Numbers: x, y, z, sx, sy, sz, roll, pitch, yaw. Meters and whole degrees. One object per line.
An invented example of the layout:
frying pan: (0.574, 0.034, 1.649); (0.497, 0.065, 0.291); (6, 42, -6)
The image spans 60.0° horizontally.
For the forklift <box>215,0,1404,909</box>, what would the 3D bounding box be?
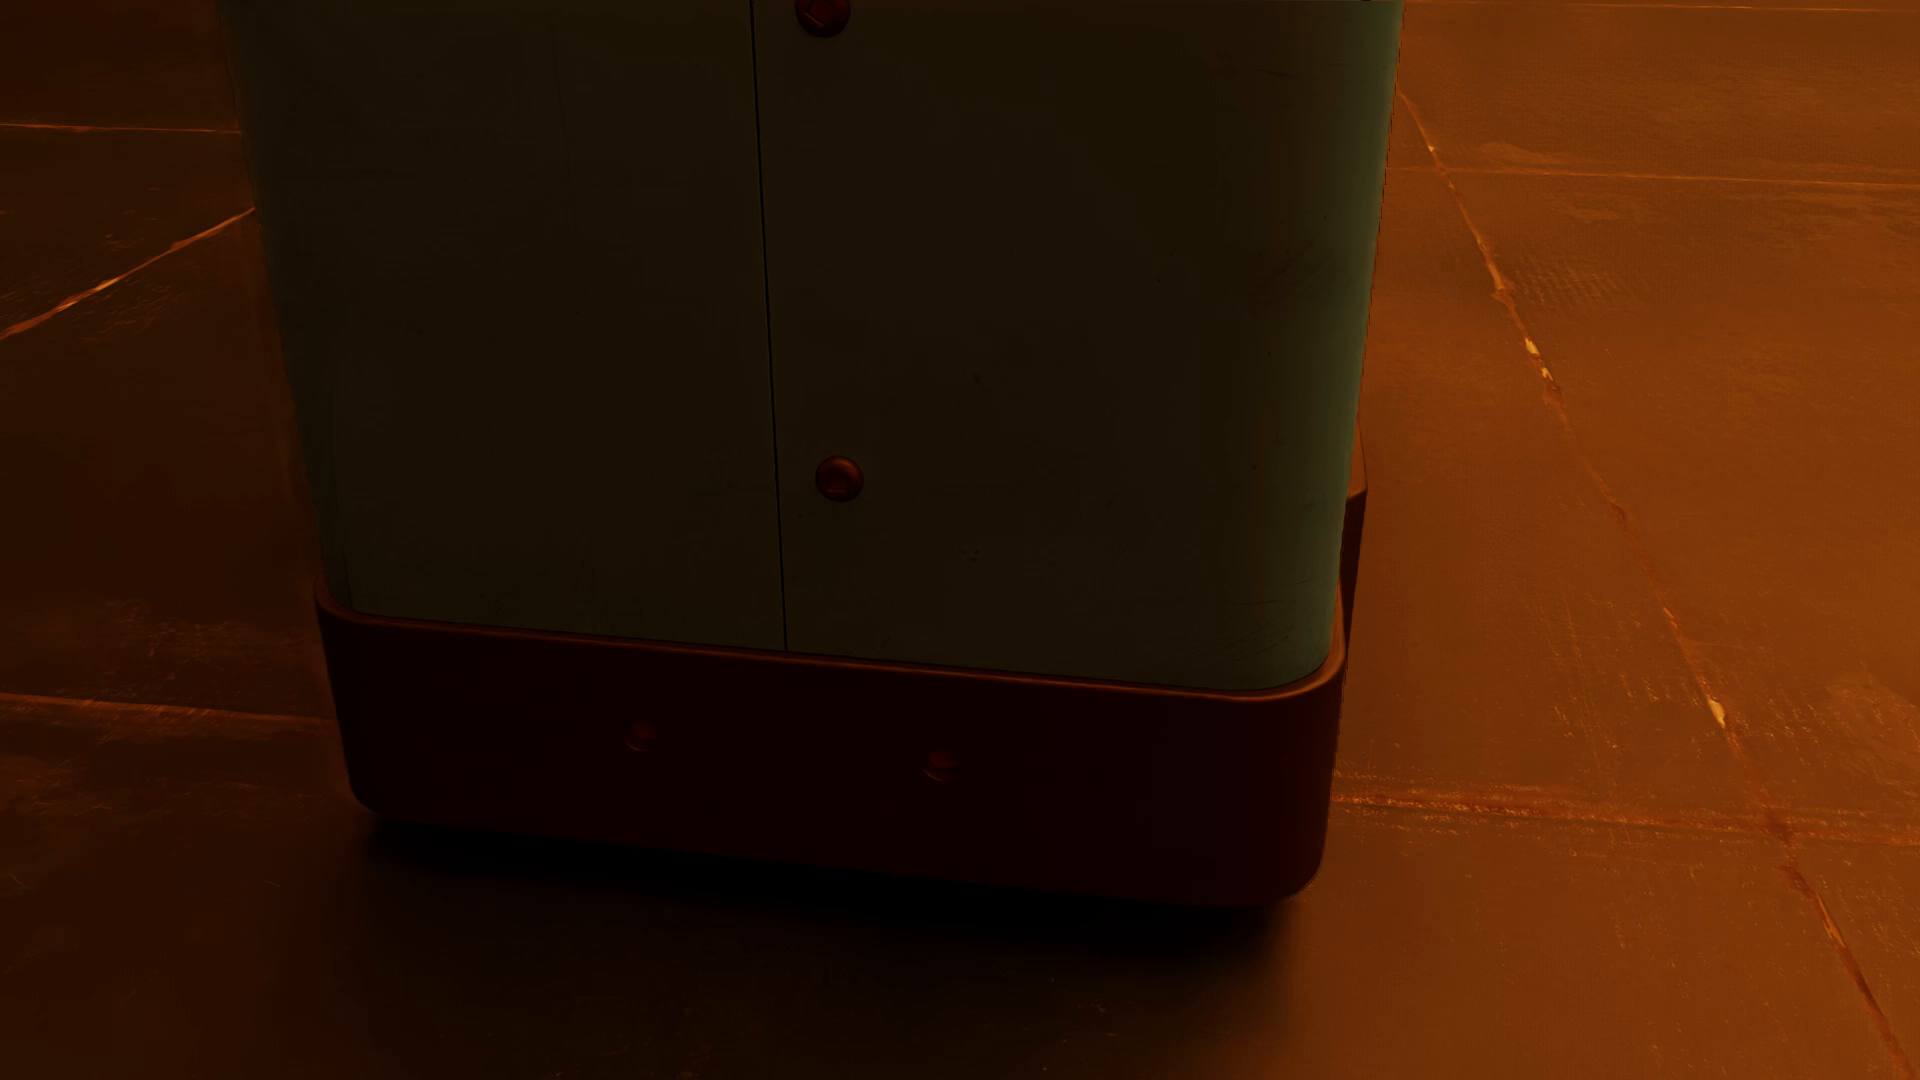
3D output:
forklift: (0.087, -1.586, 2.396); (1.130, 2.935, 3.031); (4, 27, 9)
